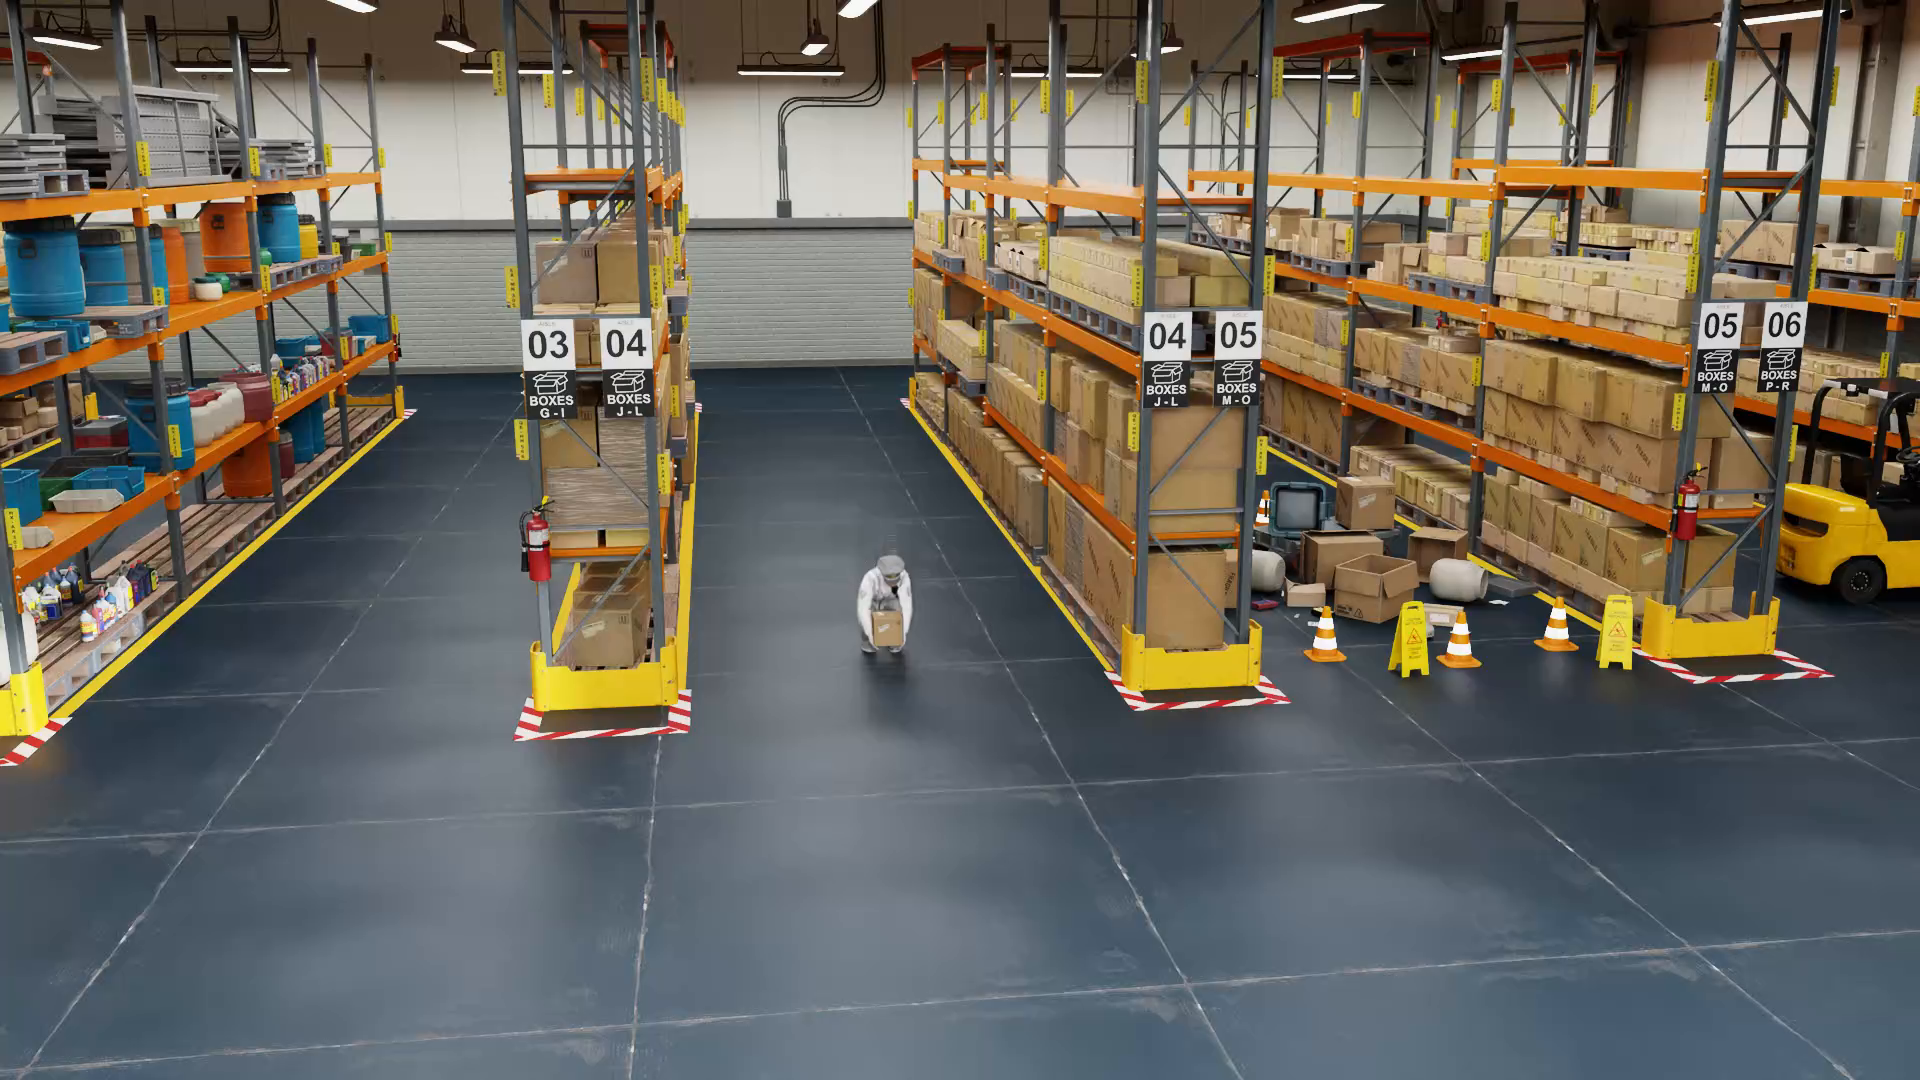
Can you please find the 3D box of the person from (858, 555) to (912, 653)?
[{"bbox_3d":[-0.699,0.570,15.132,0.491,0.959,0.832,-2,13,-8],"label":"person"}]
